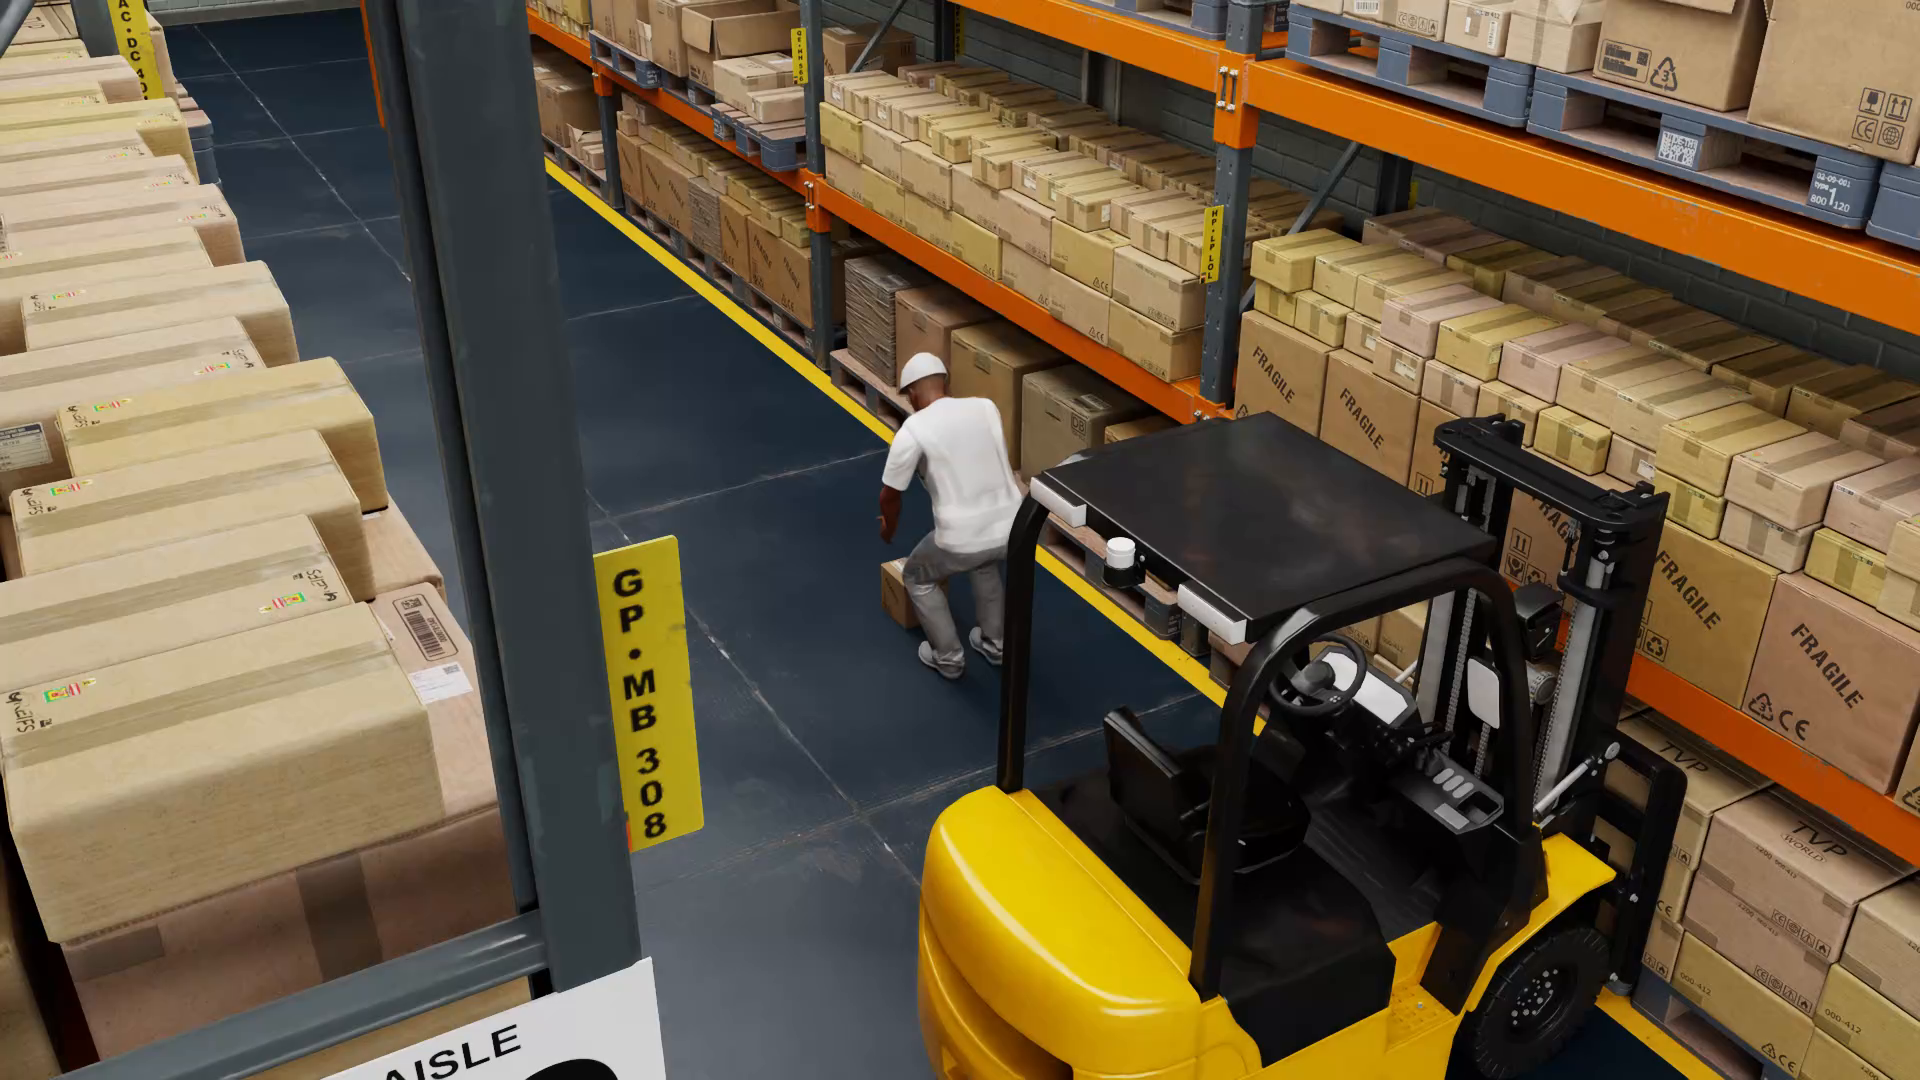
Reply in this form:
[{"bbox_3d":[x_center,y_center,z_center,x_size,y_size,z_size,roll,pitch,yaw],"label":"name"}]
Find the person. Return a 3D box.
[{"bbox_3d":[-0.080,0.102,7.761,0.575,0.957,0.901,-15,32,-25],"label":"person"}]
